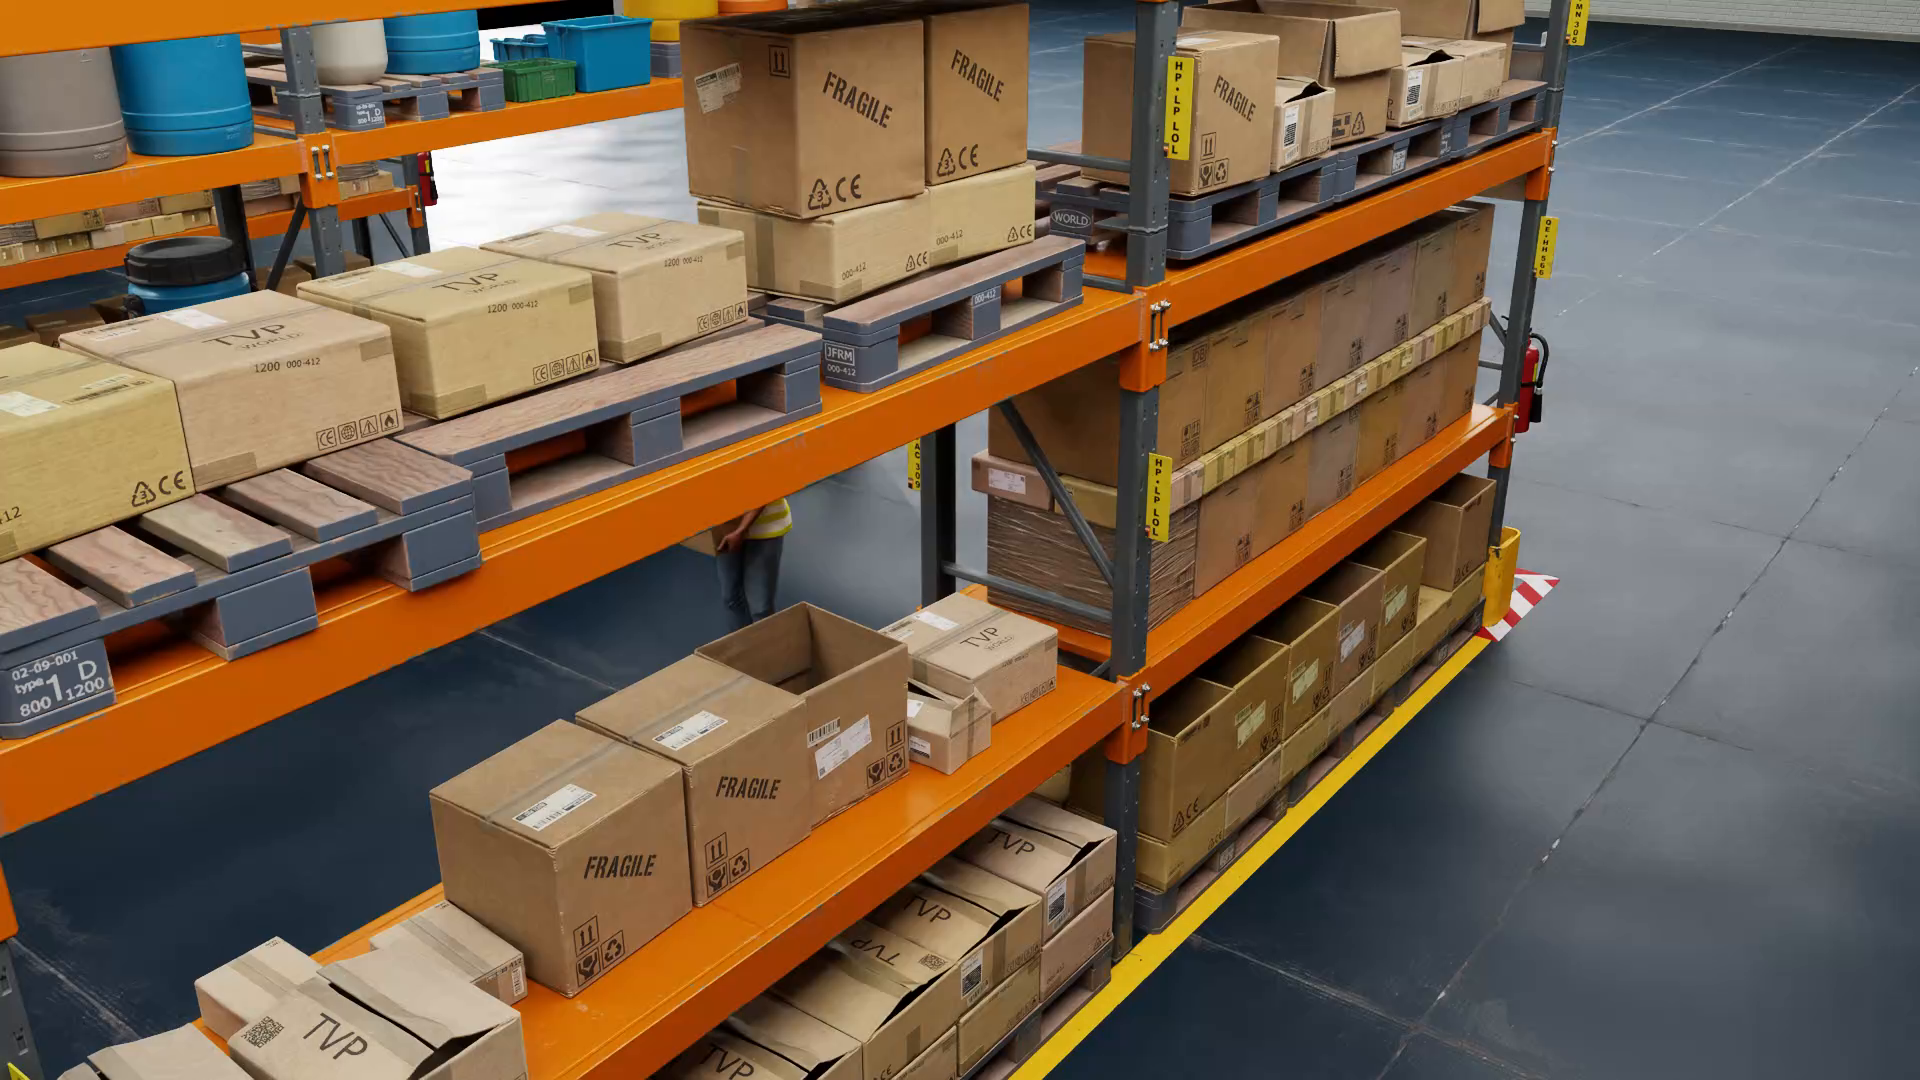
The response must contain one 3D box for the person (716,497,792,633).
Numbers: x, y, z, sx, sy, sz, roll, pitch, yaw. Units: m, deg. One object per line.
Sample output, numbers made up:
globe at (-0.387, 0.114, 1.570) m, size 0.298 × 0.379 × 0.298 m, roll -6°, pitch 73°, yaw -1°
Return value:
person at (-1.133, -0.016, 8.615) m, size 0.502 × 1.758 × 0.577 m, roll 17°, pitch 29°, yaw 34°
